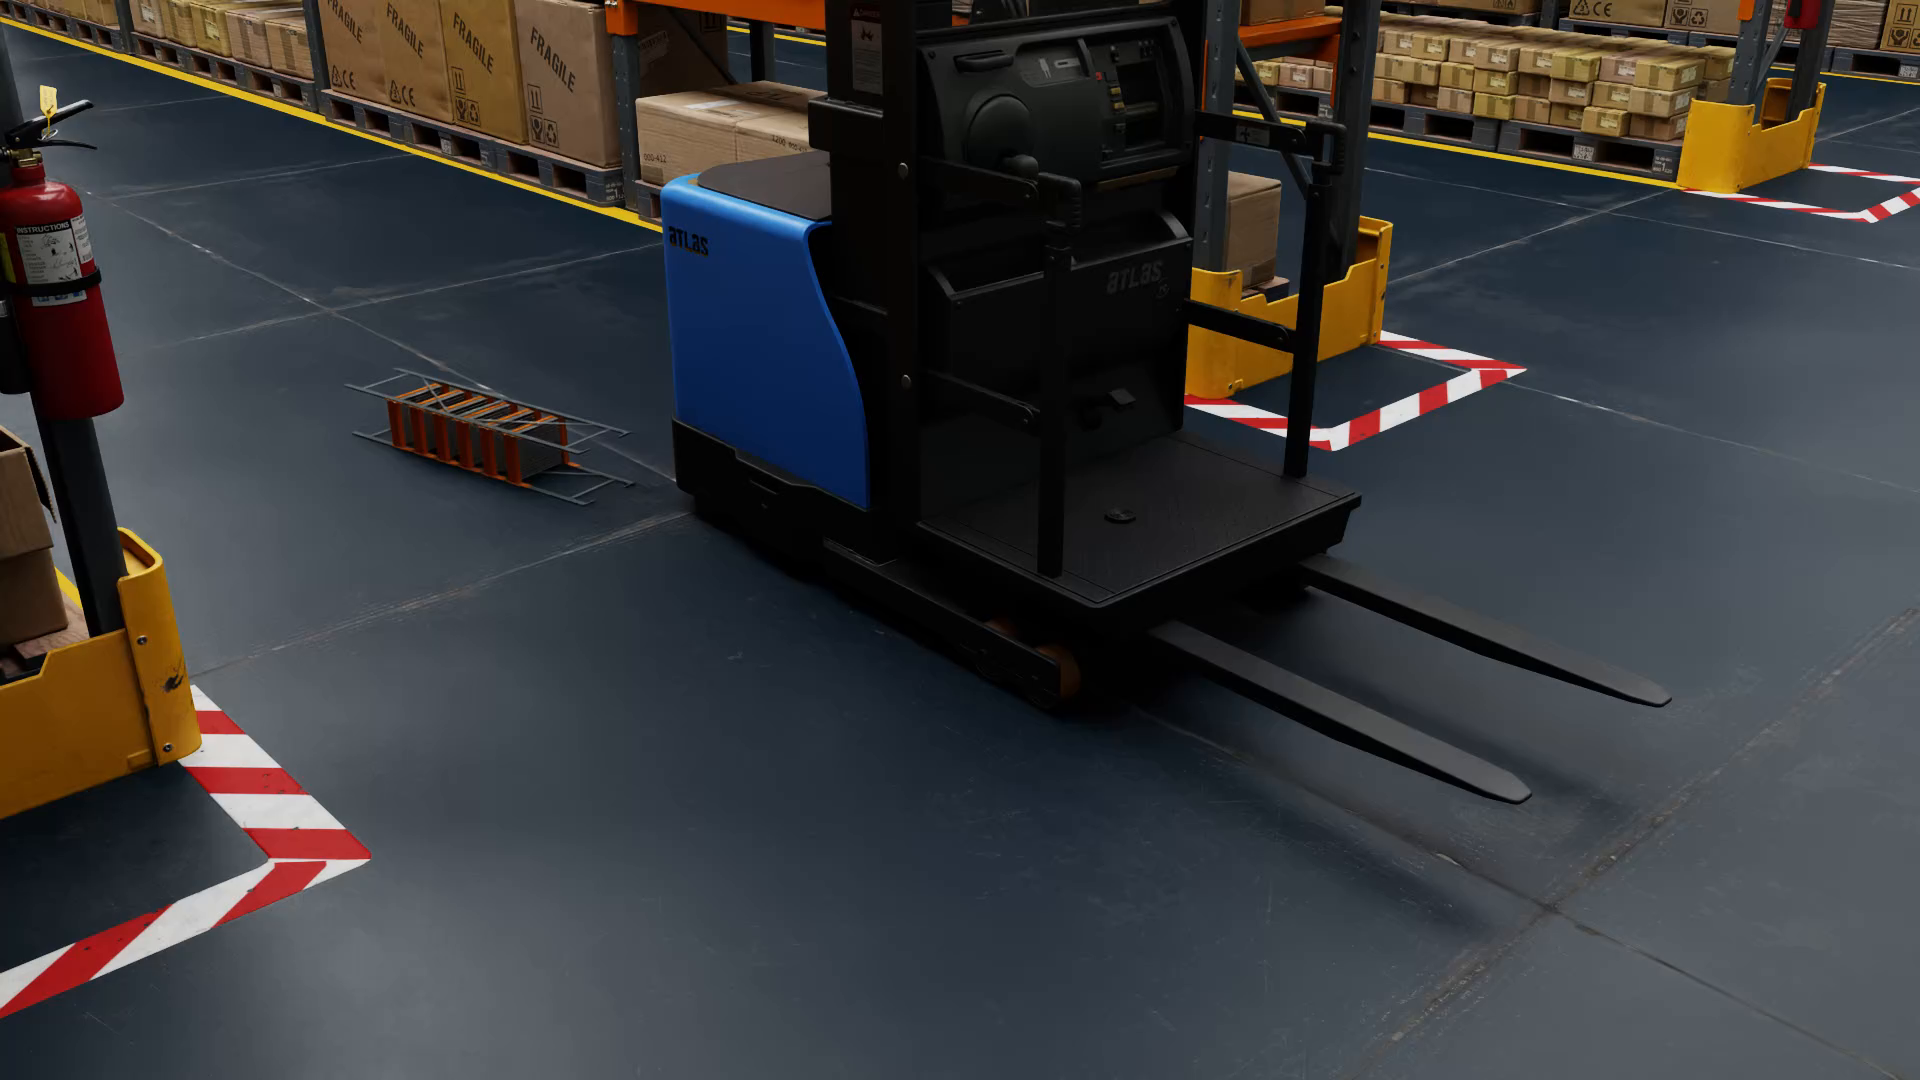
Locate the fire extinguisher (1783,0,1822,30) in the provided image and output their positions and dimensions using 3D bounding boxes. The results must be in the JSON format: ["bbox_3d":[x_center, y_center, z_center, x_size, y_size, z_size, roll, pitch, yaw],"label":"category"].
[{"bbox_3d":[4.651,-3.145,9.071,0.296,0.674,0.183,-21,32,-38],"label":"fire extinguisher"}]

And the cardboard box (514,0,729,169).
[{"bbox_3d":[-1.945,-2.723,9.659,0.875,0.875,0.875,-20,31,-37],"label":"cardboard box"}]

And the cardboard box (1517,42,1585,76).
[{"bbox_3d":[3.738,-3.041,10.514,0.250,0.149,0.380,22,33,40],"label":"cardboard box"}]

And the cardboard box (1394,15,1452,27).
[{"bbox_3d":[3.267,-3.603,11.746,0.250,0.149,0.380,22,32,39],"label":"cardboard box"}]

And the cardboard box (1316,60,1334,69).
[{"bbox_3d":[2.710,-3.400,11.659,0.250,0.149,0.380,22,32,39],"label":"cardboard box"}]

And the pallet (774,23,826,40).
[{"bbox_3d":[-1.136,-4.972,15.894,1.003,0.211,1.213,-21,32,-38],"label":"pallet"}]

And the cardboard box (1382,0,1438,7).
[{"bbox_3d":[4.708,-5.828,16.465,0.875,0.875,1.225,22,33,40],"label":"cardboard box"}]

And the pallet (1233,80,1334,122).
[{"bbox_3d":[2.566,-3.306,12.243,1.003,0.211,1.213,-21,32,-38],"label":"pallet"}]

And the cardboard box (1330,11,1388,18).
[{"bbox_3d":[2.894,-3.760,12.089,0.380,0.149,0.250,-22,32,-39],"label":"cardboard box"}]

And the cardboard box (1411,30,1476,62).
[{"bbox_3d":[3.215,-3.289,11.058,0.380,0.149,0.250,-21,32,-38],"label":"cardboard box"}]

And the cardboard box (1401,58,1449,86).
[{"bbox_3d":[3.157,-3.134,11.075,0.380,0.149,0.250,-21,32,-38],"label":"cardboard box"}]

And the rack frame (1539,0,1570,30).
[{"bbox_3d":[5.771,-6.145,15.106,1.000,3.000,0.127,-21,32,-38],"label":"rack frame"}]

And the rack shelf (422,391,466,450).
[{"bbox_3d":[-1.847,-0.427,5.952,0.020,0.166,0.199,16,29,31],"label":"rack shelf"}]

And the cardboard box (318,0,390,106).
[{"bbox_3d":[-3.785,-3.537,11.443,0.875,0.875,0.875,-22,32,-39],"label":"cardboard box"}]

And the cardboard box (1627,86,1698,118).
[{"bbox_3d":[4.247,-2.665,10.048,0.380,0.149,0.250,-22,33,-40],"label":"cardboard box"}]

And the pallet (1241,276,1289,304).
[{"bbox_3d":[0.668,-1.073,7.348,1.003,0.211,1.213,-21,32,-38],"label":"pallet"}]

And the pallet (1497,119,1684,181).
[{"bbox_3d":[4.234,-2.567,10.623,1.003,0.211,1.213,-21,32,-38],"label":"pallet"}]

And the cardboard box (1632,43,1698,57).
[{"bbox_3d":[4.429,-3.026,10.481,0.380,0.149,0.250,-21,32,-38],"label":"cardboard box"}]

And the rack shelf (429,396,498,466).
[{"bbox_3d":[-1.732,-0.394,5.880,0.103,0.180,0.258,16,29,31],"label":"rack shelf"}]

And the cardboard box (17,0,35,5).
[{"bbox_3d":[-8.972,-5.430,16.345,0.500,0.250,0.500,-20,31,-37],"label":"cardboard box"}]

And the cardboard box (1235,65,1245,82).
[{"bbox_3d":[2.096,-3.461,12.152,0.250,0.149,0.380,22,33,40],"label":"cardboard box"}]

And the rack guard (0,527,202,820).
[{"bbox_3d":[-2.401,0.402,3.767,1.175,0.500,0.348,-21,32,-38],"label":"rack guard"}]

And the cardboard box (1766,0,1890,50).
[{"bbox_3d":[7.387,-4.604,13.783,0.875,0.875,0.875,-21,32,-38],"label":"cardboard box"}]

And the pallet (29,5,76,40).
[{"bbox_3d":[-8.254,-5.052,16.070,1.003,0.211,1.213,-21,32,-38],"label":"pallet"}]

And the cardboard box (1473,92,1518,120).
[{"bbox_3d":[3.538,-2.835,10.780,0.250,0.149,0.380,22,33,39],"label":"cardboard box"}]

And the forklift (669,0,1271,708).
[{"bbox_3d":[7.064,-9.319,14.834,28.412,9.000,11.522,-20,31,-37],"label":"forklift"}]

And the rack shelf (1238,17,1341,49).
[{"bbox_3d":[1.676,-5.360,8.314,5.869,4.714,3.910,-21,32,-38],"label":"rack shelf"}]

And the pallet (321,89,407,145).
[{"bbox_3d":[-3.713,-3.017,11.608,1.003,0.211,1.213,-21,32,-38],"label":"pallet"}]

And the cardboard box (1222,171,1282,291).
[{"bbox_3d":[0.747,-1.319,7.108,0.875,0.438,0.875,22,33,40],"label":"cardboard box"}]

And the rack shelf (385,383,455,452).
[{"bbox_3d":[-1.930,-0.450,6.003,0.103,0.180,0.258,16,29,31],"label":"rack shelf"}]

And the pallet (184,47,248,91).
[{"bbox_3d":[-5.559,-3.884,13.509,1.003,0.211,1.213,-21,32,-38],"label":"pallet"}]

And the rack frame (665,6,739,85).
[{"bbox_3d":[-1.465,-3.333,8.941,0.949,2.616,0.053,-21,32,-38],"label":"rack frame"}]

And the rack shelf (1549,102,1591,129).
[{"bbox_3d":[6.355,-8.873,21.137,20.650,2.538,14.821,-21,32,-38],"label":"rack shelf"}]

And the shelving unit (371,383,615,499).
[{"bbox_3d":[-1.669,-0.375,5.842,1.046,0.183,0.258,16,29,31],"label":"shelving unit"}]

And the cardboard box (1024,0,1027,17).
[{"bbox_3d":[0.416,-2.395,6.765,0.500,0.500,0.500,-22,33,-39],"label":"cardboard box"}]

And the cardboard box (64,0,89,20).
[{"bbox_3d":[-7.902,-4.959,15.313,0.500,0.250,0.500,-22,33,-40],"label":"cardboard box"}]

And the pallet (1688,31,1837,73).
[{"bbox_3d":[7.072,-4.254,14.321,1.003,0.211,1.213,-21,32,-38],"label":"pallet"}]
